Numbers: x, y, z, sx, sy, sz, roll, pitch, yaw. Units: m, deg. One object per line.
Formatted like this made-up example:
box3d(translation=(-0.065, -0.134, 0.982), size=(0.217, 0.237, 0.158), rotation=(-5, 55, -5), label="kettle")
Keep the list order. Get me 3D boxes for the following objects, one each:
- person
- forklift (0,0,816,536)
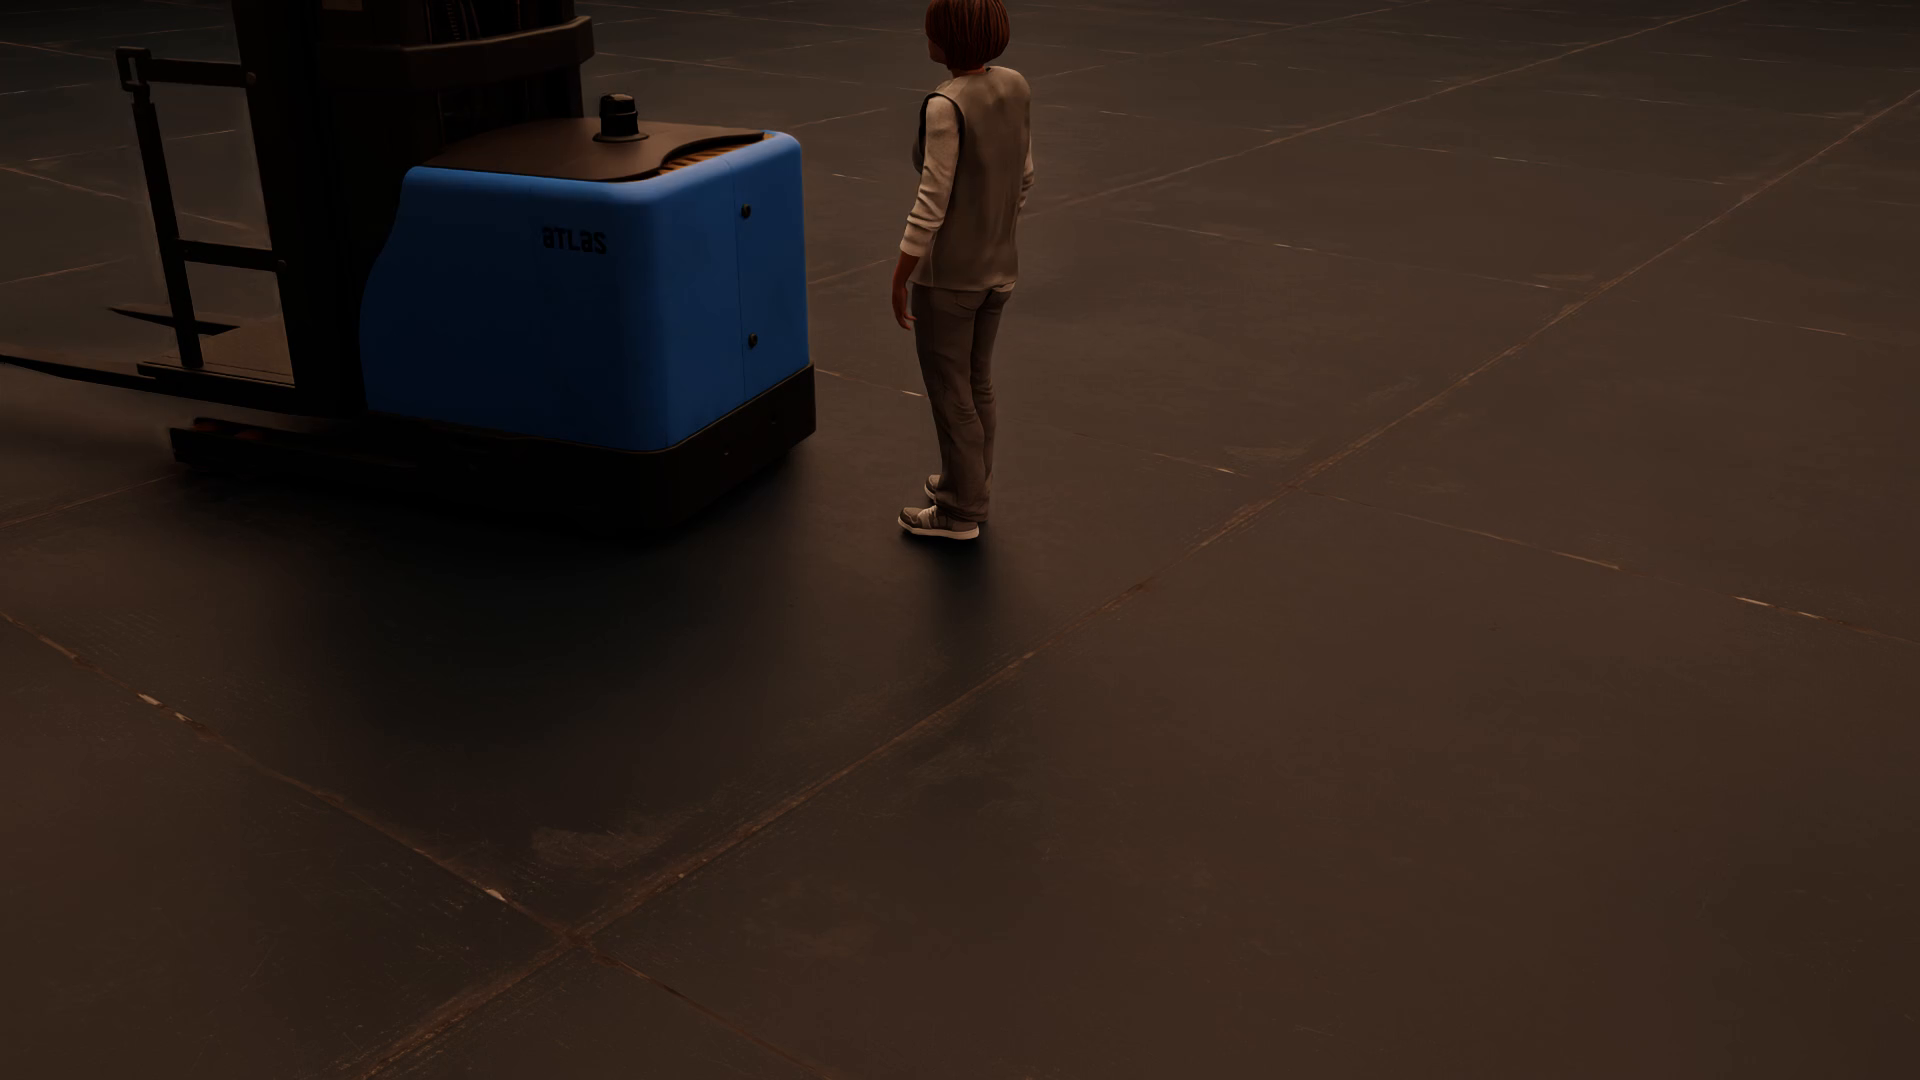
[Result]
box3d(translation=(-0.051, -0.762, 4.745), size=(0.473, 1.599, 0.521), rotation=(17, 29, 34), label="person")
box3d(translation=(-2.061, -1.721, 5.298), size=(3.031, 2.935, 1.130), rotation=(9, 25, 21), label="forklift")
